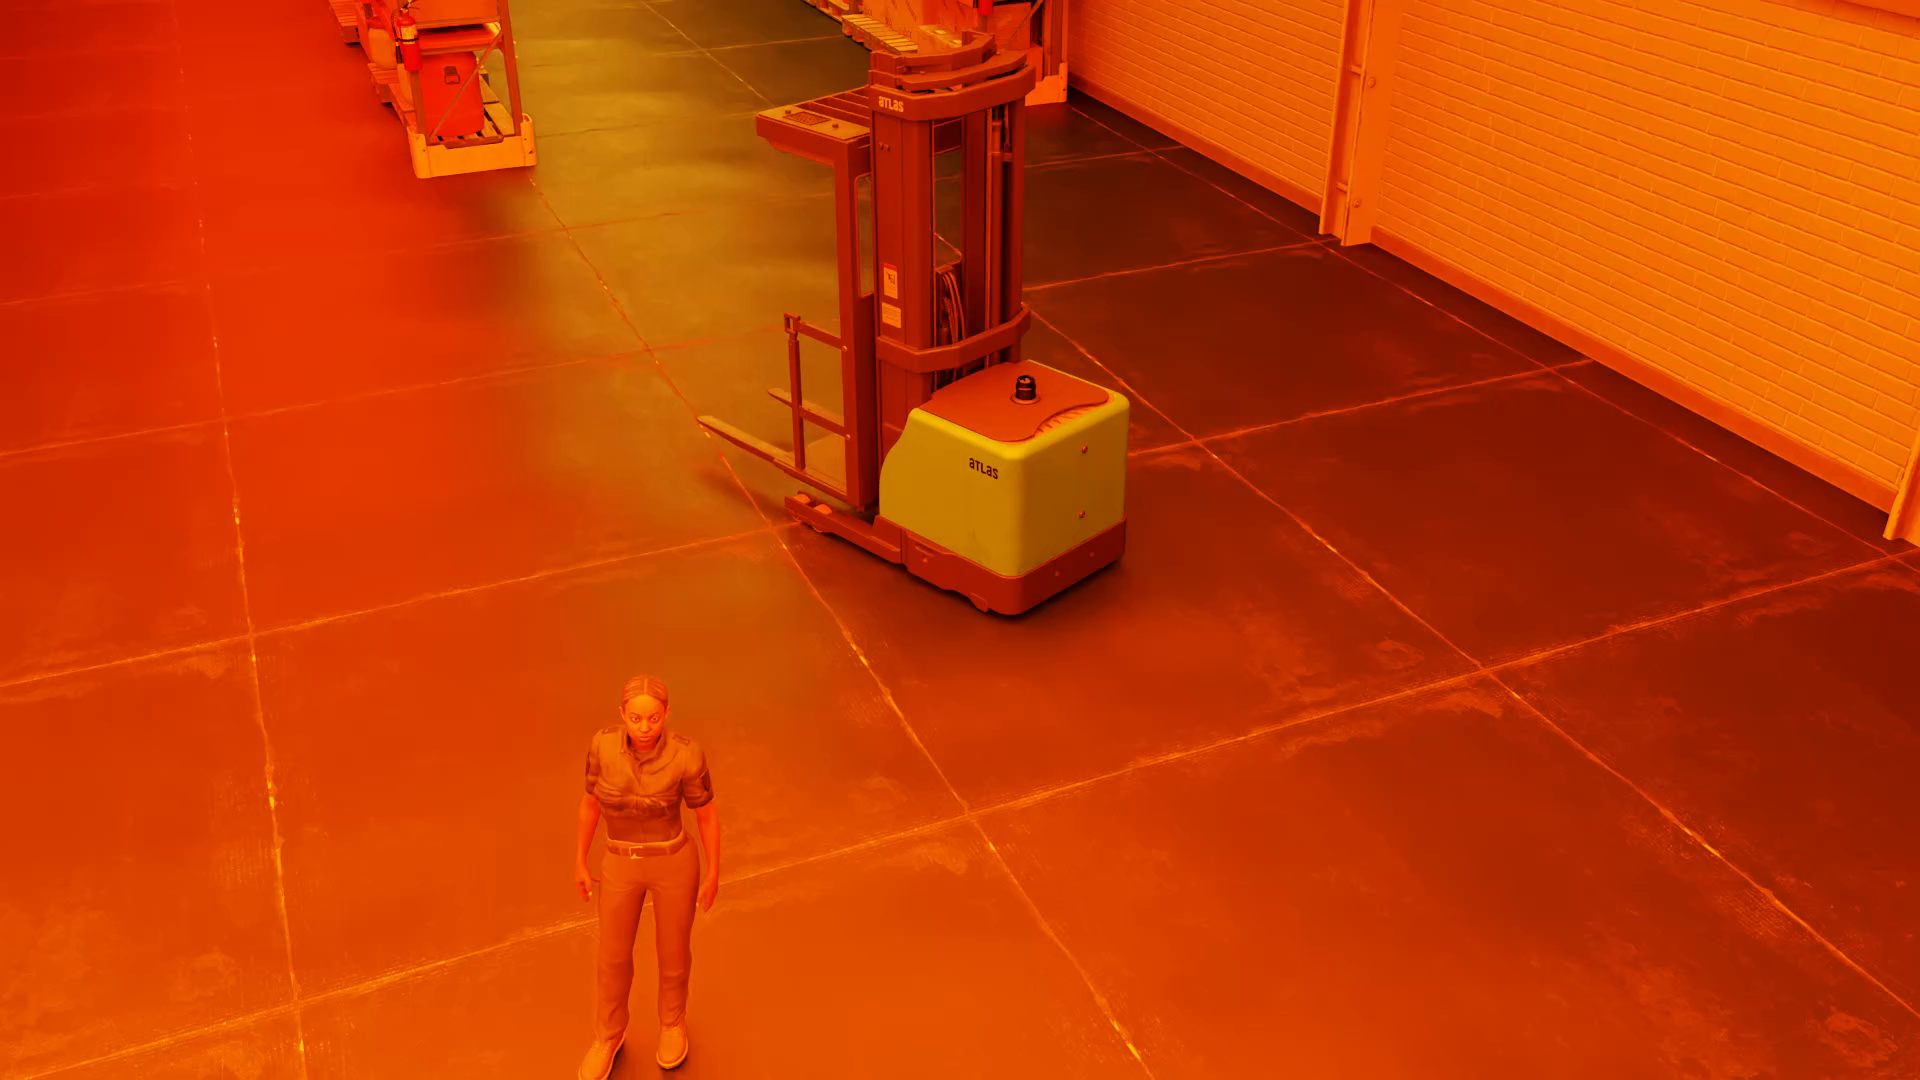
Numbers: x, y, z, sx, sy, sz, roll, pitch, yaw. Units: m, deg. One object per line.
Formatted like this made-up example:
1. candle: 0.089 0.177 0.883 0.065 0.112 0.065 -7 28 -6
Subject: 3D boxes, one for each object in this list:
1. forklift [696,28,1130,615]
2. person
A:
1. forklift: -0.436 -1.483 9.714 3.031 2.935 1.130 26 39 37
2. person: -1.181 1.271 6.170 0.570 1.654 0.505 1 30 3
